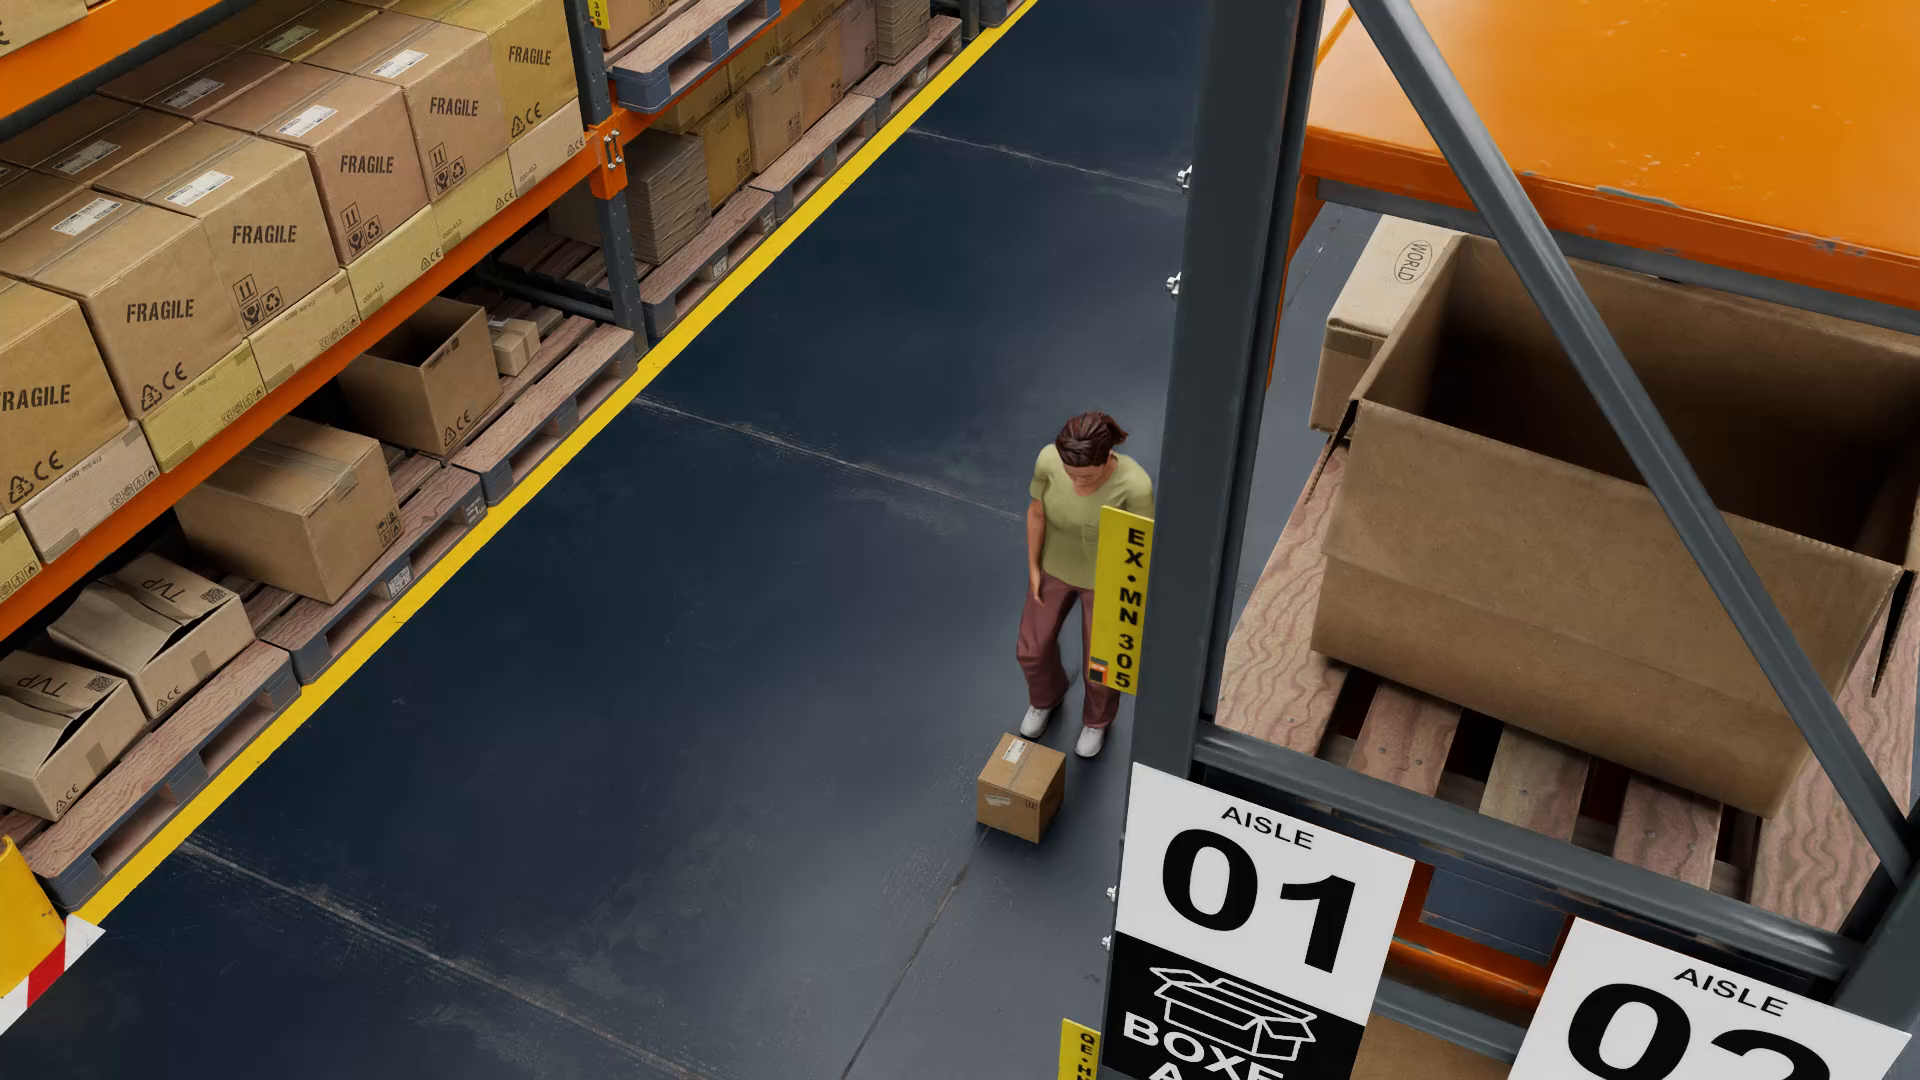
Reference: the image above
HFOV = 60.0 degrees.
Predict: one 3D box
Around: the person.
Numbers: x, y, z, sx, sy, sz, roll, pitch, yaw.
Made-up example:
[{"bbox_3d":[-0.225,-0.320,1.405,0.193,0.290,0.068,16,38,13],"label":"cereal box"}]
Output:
[{"bbox_3d":[0.452,0.149,6.048,0.474,1.616,0.406,18,45,19],"label":"person"}]
